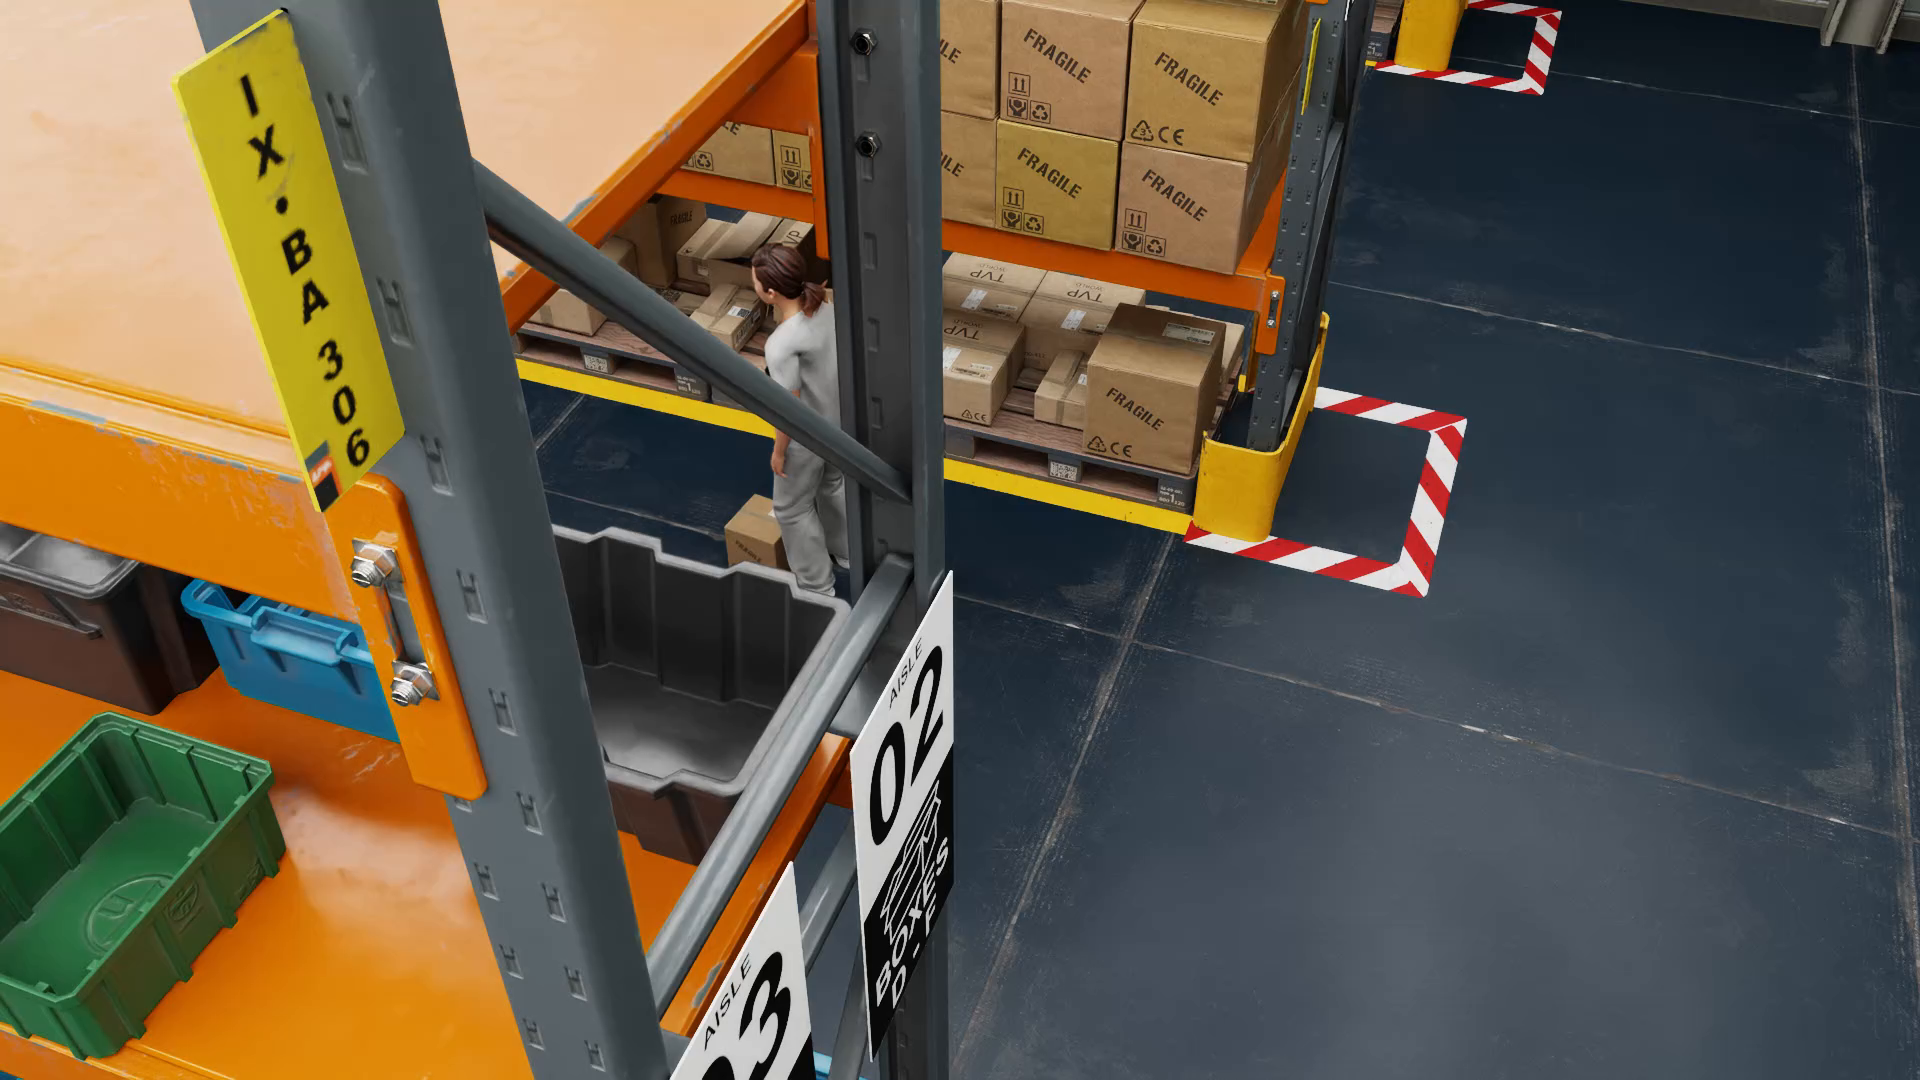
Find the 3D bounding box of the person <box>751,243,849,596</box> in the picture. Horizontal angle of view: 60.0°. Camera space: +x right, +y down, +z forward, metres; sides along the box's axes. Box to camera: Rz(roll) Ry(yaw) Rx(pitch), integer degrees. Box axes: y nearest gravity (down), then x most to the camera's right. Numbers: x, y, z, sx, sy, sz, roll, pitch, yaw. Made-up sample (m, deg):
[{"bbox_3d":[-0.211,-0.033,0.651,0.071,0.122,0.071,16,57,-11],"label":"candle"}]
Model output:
[{"bbox_3d":[-0.617,-0.460,6.678,0.365,1.671,0.503,17,44,18],"label":"person"}]
